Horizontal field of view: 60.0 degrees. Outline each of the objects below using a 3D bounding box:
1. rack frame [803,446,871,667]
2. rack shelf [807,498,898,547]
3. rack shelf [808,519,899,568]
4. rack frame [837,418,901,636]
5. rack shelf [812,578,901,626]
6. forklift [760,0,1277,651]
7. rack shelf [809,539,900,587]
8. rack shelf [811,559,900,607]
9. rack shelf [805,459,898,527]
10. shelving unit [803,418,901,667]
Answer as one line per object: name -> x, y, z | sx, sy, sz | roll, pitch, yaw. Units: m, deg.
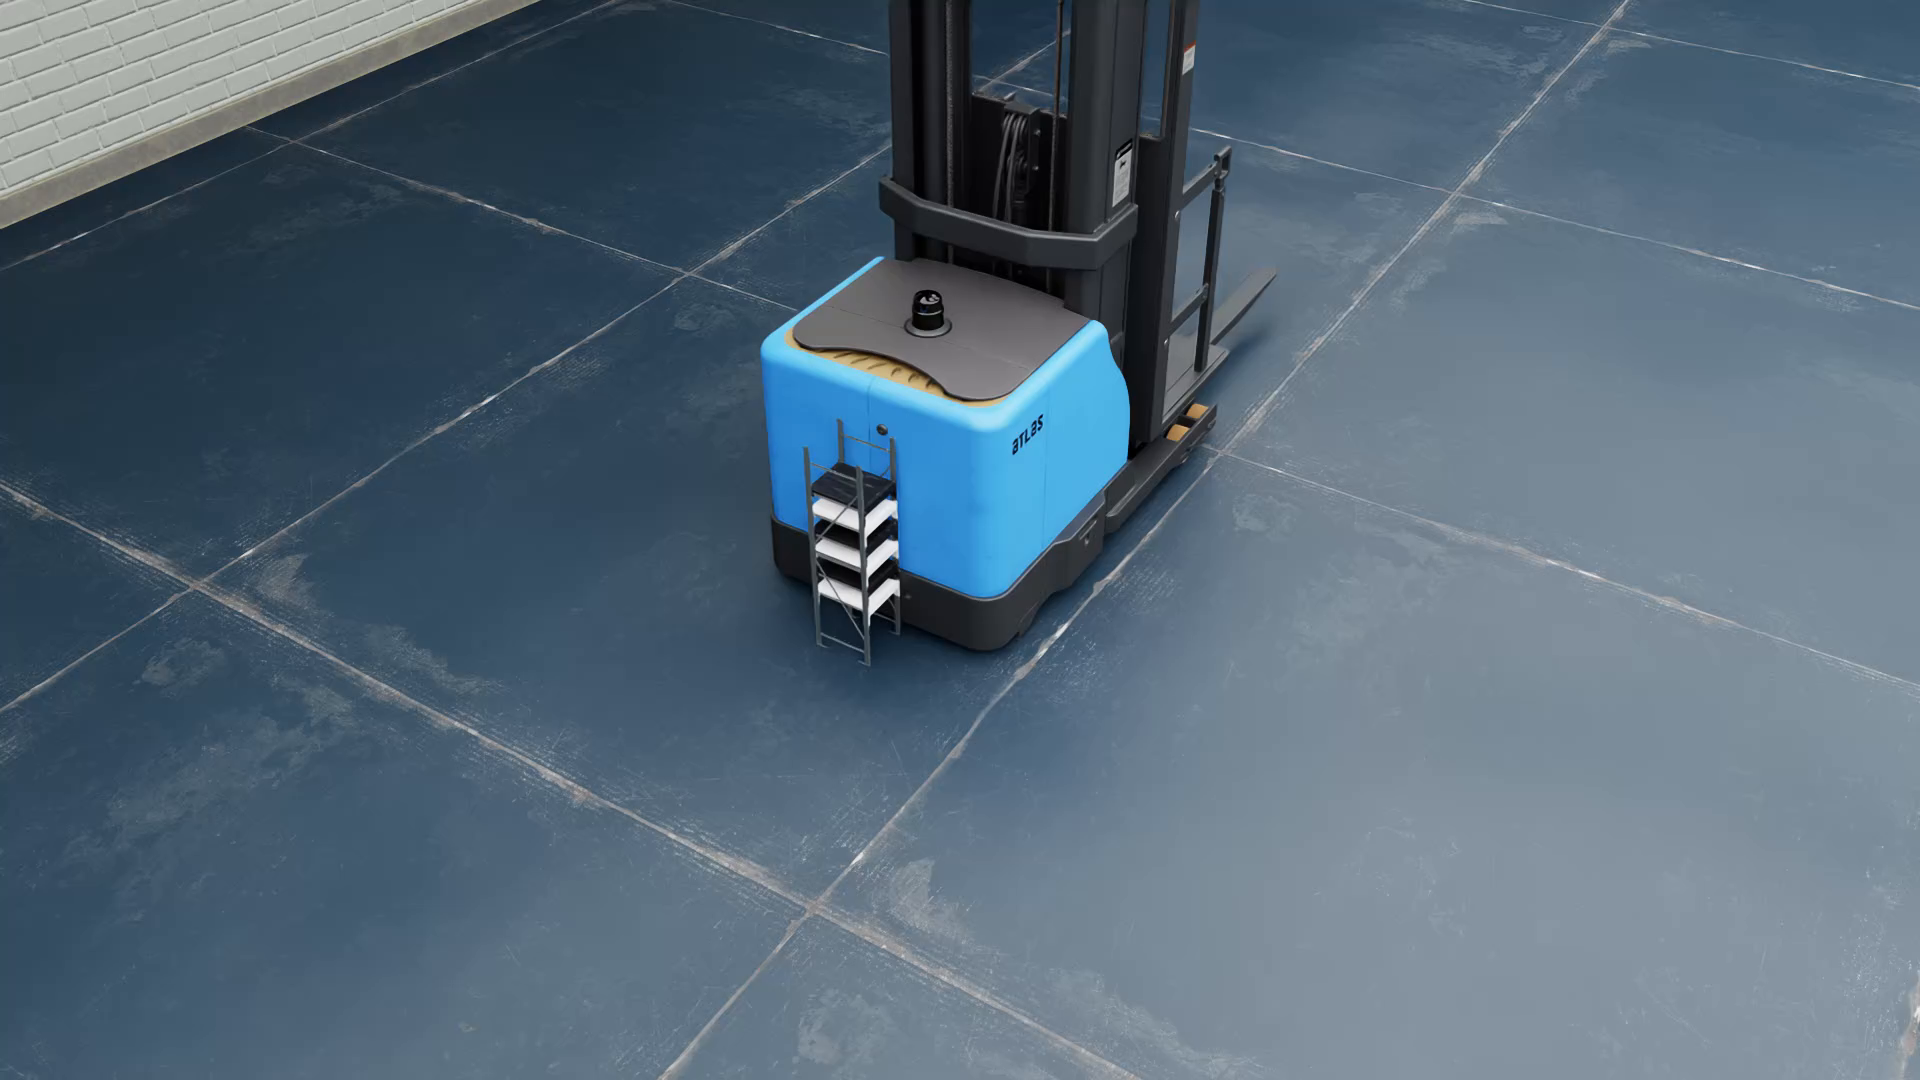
rack frame -> -0.434, 0.074, 5.917 | 0.240, 0.900, 0.006 | 21, 42, 24
rack shelf -> -0.381, -0.095, 5.896 | 0.258, 0.077, 0.200 | 21, 42, 24
rack shelf -> -0.381, -0.024, 5.951 | 0.258, 0.077, 0.200 | 21, 42, 24
rack frame -> -0.327, -0.032, 6.054 | 0.240, 0.900, 0.006 | 21, 42, 24
rack shelf -> -0.381, 0.190, 6.116 | 0.258, 0.077, 0.200 | 21, 42, 24
forklift -> 0.470, -1.628, 6.461 | 1.130, 2.935, 3.031 | 21, 42, 24
rack shelf -> -0.381, 0.047, 6.006 | 0.258, 0.077, 0.200 | 21, 42, 24
rack shelf -> -0.381, 0.119, 6.061 | 0.258, 0.077, 0.200 | 21, 42, 24
rack shelf -> -0.381, -0.166, 5.841 | 0.258, 0.077, 0.200 | 21, 42, 24
shelving unit -> -0.381, 0.021, 5.986 | 0.258, 0.900, 0.210 | 21, 42, 24
